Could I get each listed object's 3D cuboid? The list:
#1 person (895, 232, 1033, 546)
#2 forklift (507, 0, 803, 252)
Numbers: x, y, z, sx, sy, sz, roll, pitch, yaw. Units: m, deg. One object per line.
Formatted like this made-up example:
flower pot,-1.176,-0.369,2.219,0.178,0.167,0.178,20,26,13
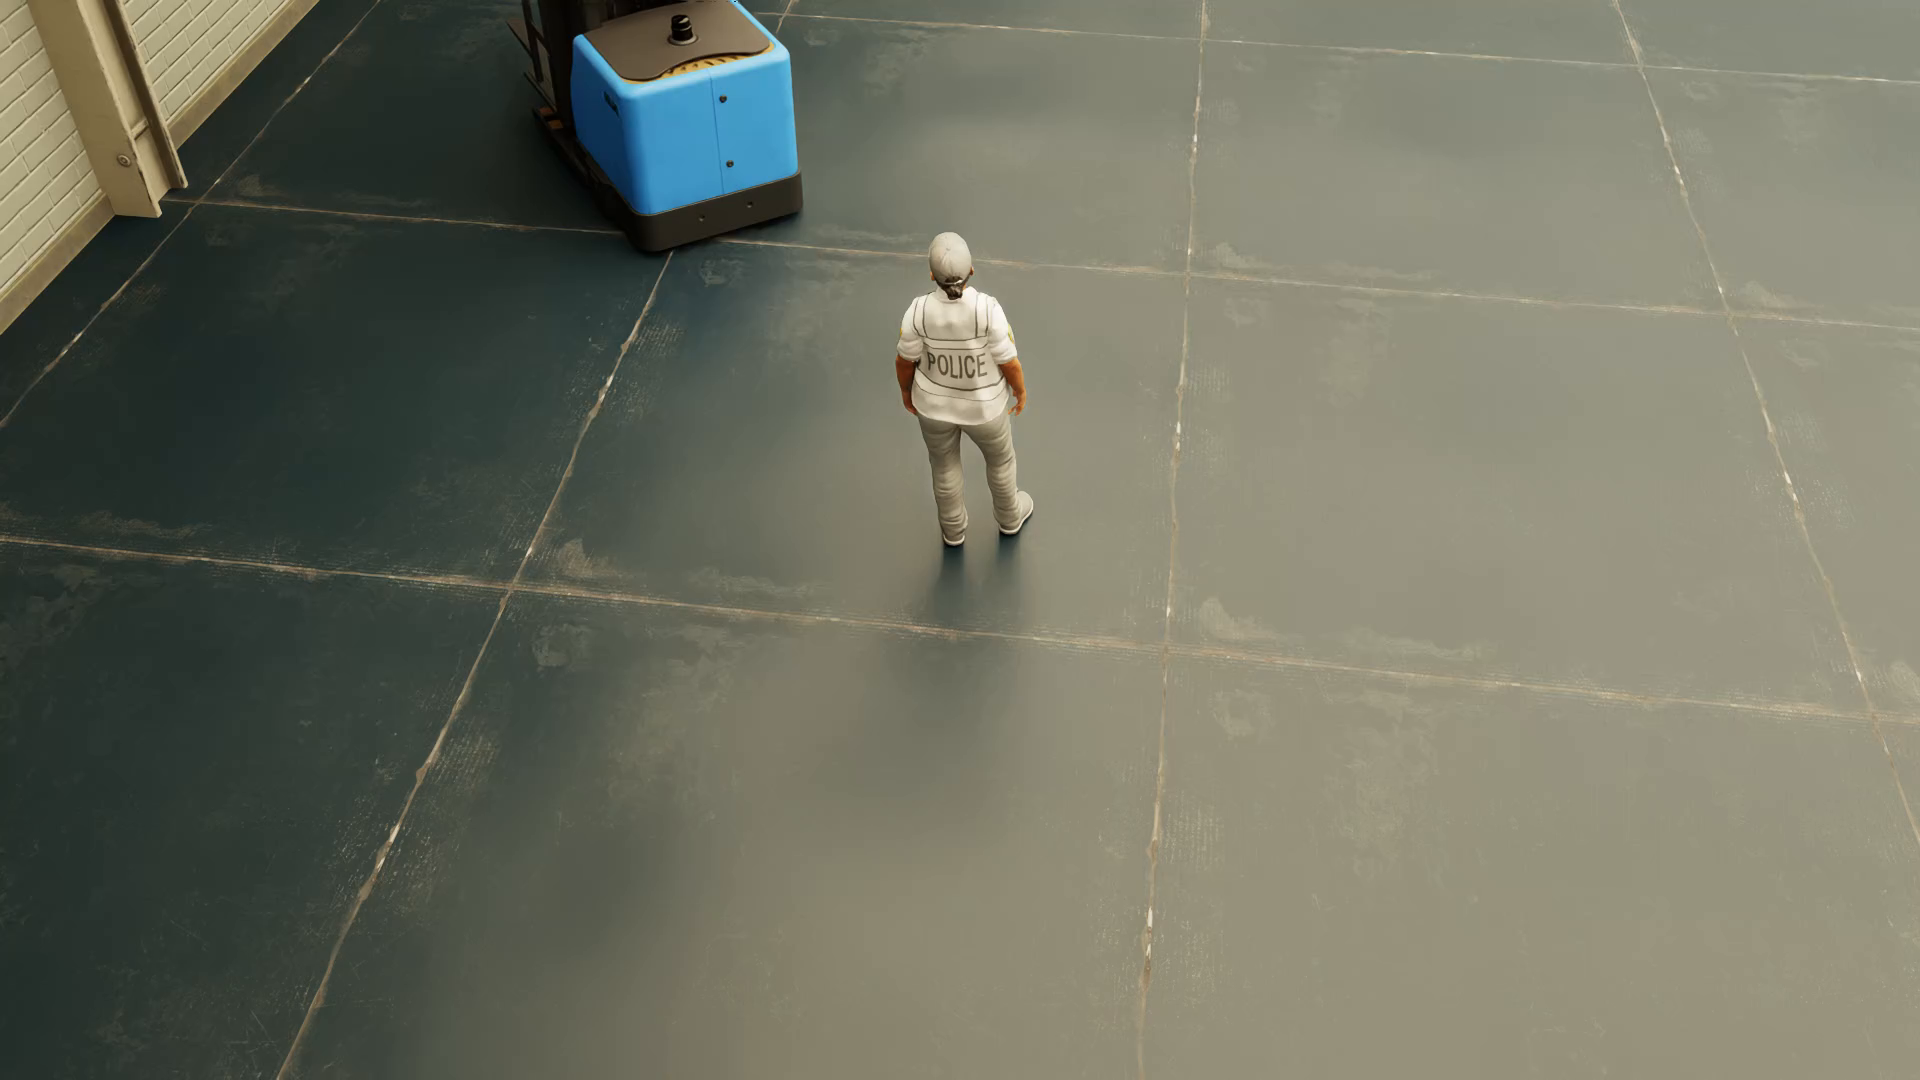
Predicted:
person,0.033,-0.668,7.376,0.598,1.670,0.529,5,43,6
forklift,-2.097,-3.731,9.786,1.130,2.935,3.031,-21,46,-21
